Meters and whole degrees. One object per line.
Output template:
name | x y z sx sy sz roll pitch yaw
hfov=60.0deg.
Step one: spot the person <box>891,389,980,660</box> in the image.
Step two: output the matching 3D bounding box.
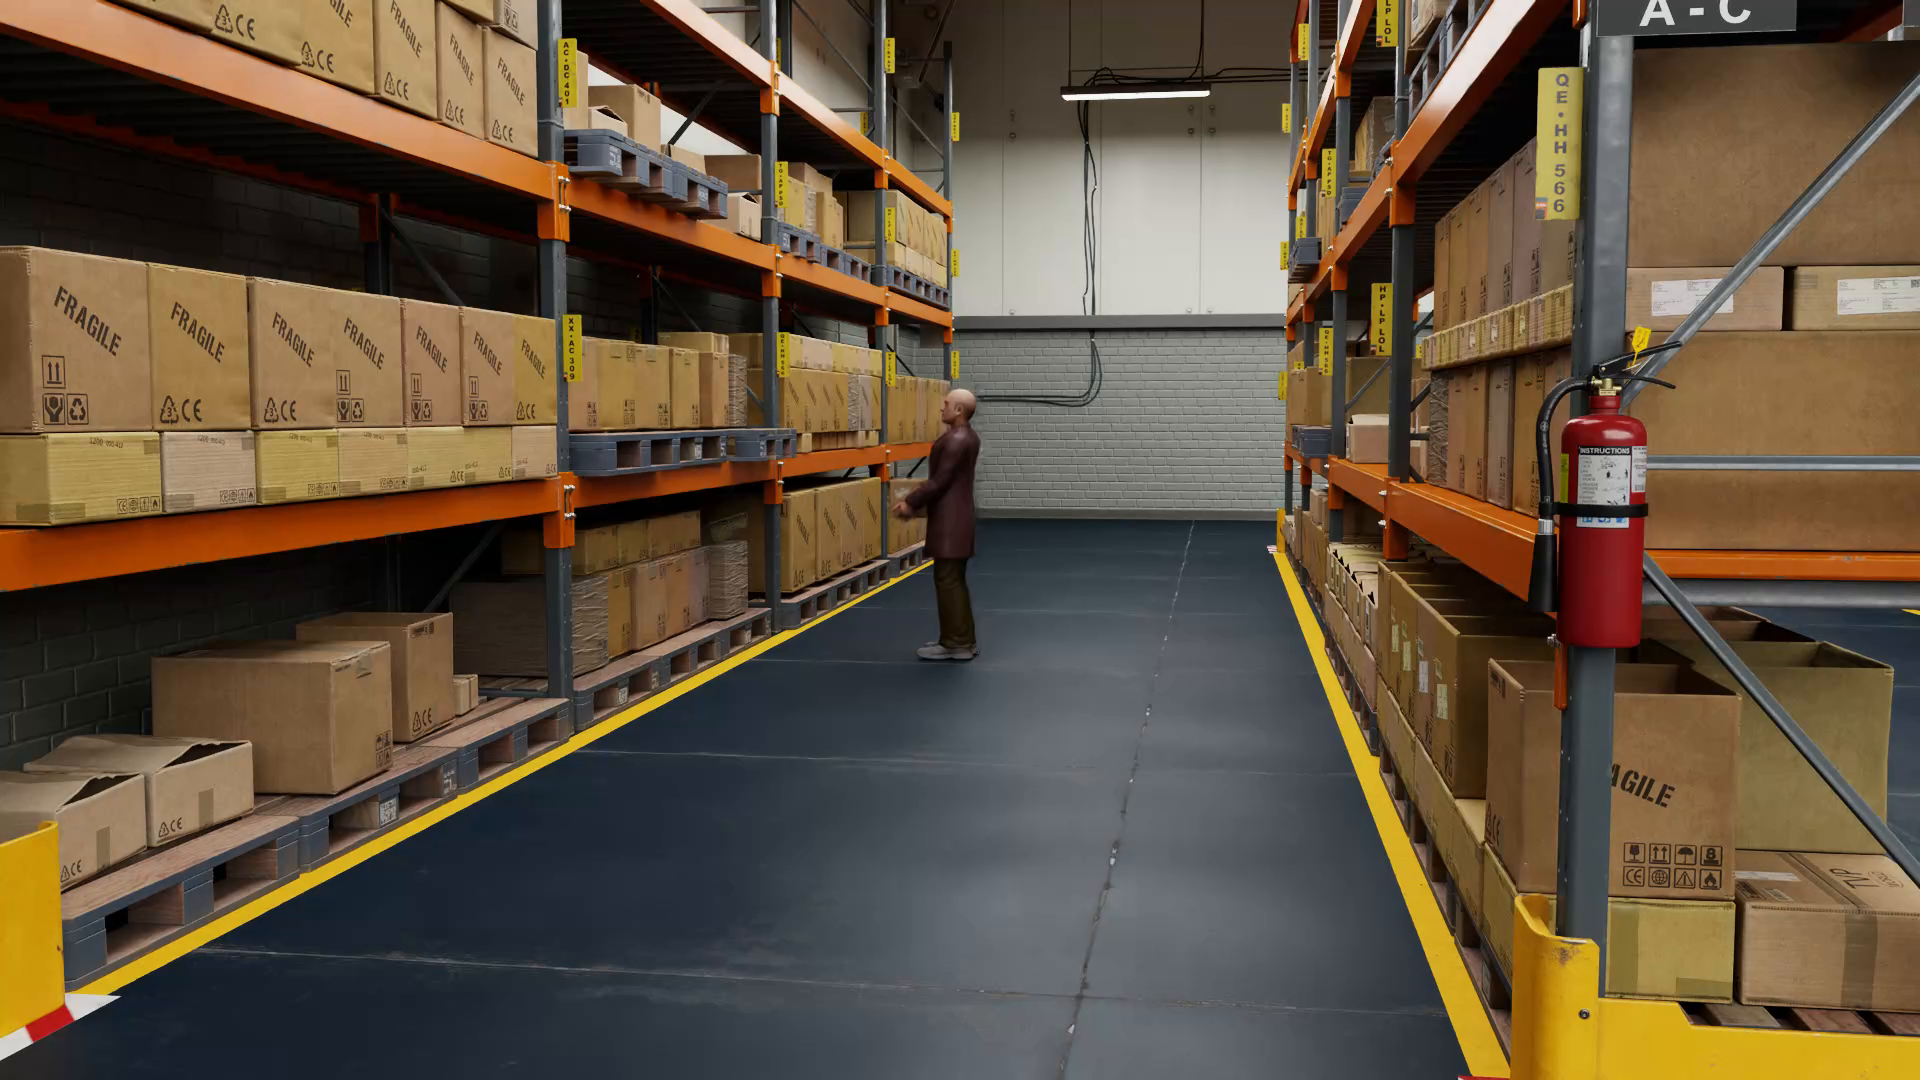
person | -0.160 -0.108 10.993 0.554 1.775 0.537 1 4 8
